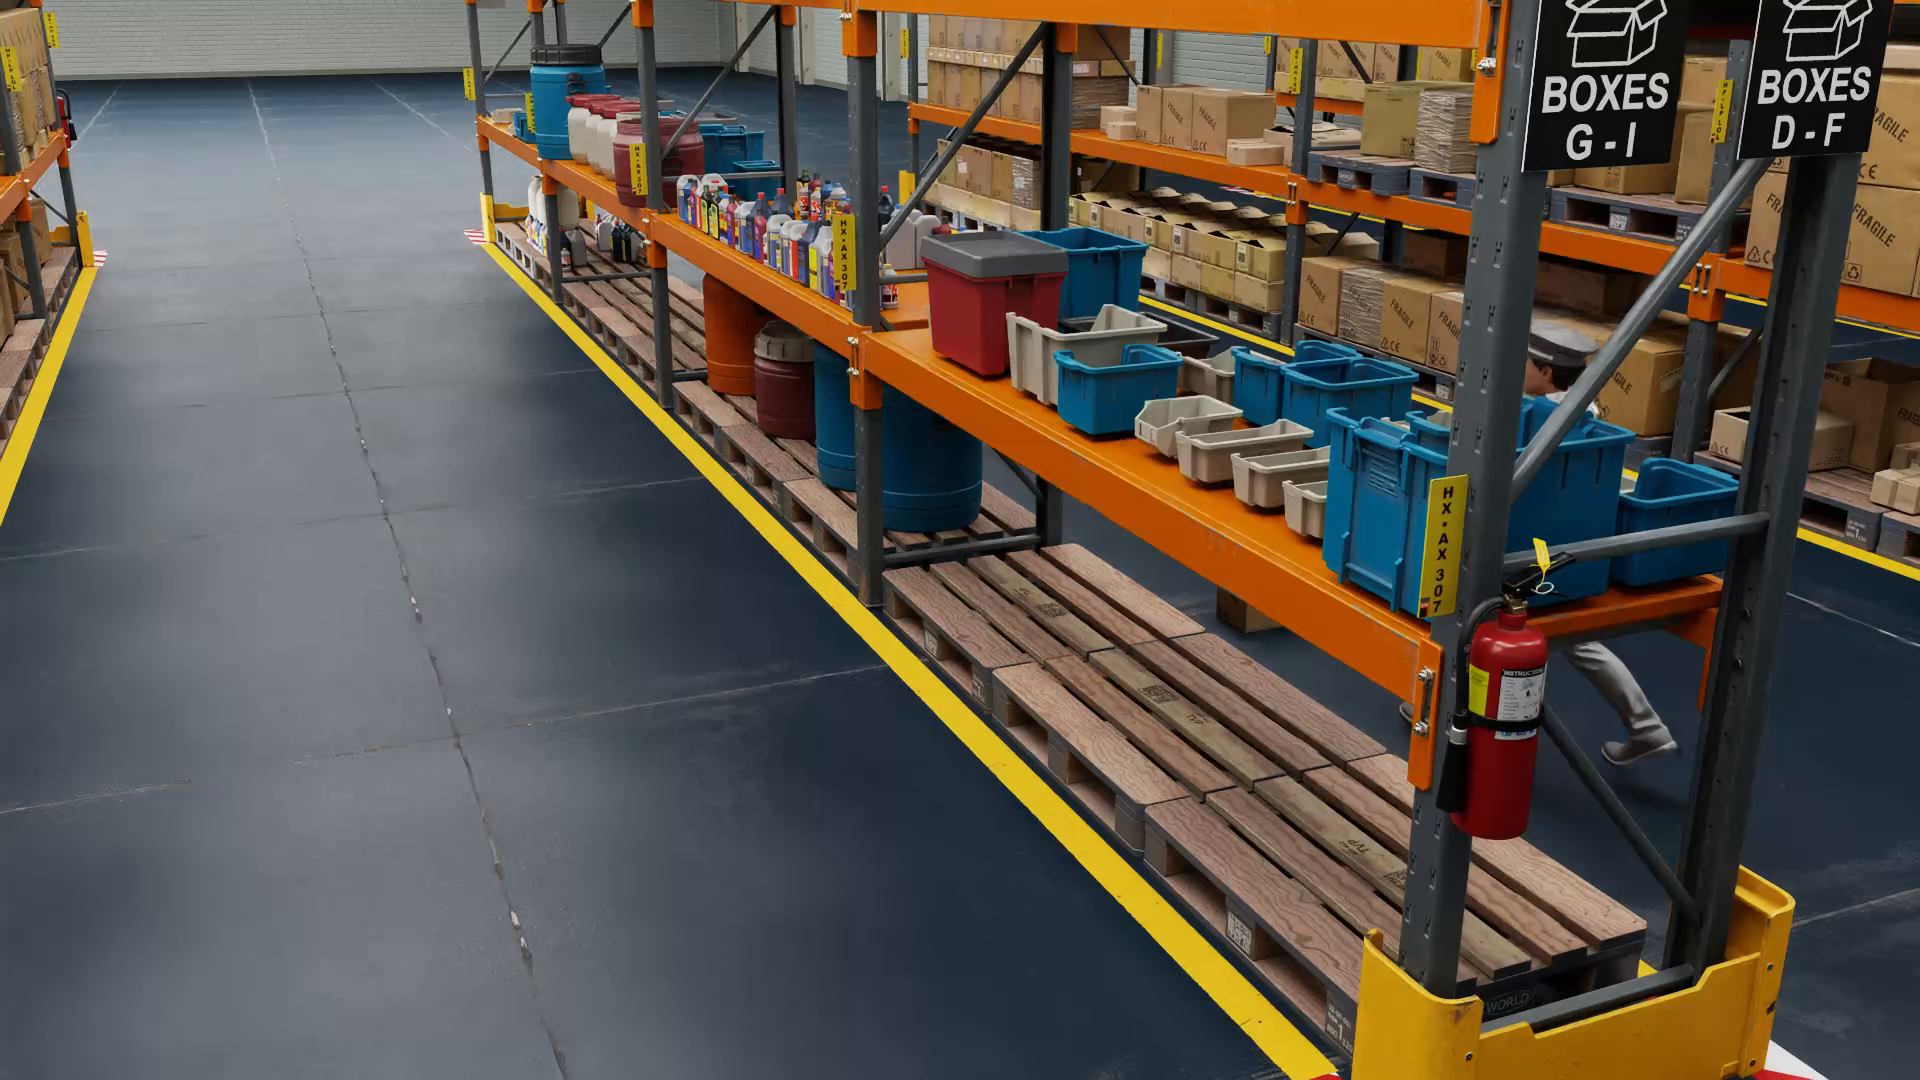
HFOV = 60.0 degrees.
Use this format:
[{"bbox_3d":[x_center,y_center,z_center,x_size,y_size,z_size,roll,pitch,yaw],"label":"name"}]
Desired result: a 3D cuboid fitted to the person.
[{"bbox_3d":[2.116,0.028,5.948,0.489,1.621,1.011,-16,25,-39],"label":"person"}]
